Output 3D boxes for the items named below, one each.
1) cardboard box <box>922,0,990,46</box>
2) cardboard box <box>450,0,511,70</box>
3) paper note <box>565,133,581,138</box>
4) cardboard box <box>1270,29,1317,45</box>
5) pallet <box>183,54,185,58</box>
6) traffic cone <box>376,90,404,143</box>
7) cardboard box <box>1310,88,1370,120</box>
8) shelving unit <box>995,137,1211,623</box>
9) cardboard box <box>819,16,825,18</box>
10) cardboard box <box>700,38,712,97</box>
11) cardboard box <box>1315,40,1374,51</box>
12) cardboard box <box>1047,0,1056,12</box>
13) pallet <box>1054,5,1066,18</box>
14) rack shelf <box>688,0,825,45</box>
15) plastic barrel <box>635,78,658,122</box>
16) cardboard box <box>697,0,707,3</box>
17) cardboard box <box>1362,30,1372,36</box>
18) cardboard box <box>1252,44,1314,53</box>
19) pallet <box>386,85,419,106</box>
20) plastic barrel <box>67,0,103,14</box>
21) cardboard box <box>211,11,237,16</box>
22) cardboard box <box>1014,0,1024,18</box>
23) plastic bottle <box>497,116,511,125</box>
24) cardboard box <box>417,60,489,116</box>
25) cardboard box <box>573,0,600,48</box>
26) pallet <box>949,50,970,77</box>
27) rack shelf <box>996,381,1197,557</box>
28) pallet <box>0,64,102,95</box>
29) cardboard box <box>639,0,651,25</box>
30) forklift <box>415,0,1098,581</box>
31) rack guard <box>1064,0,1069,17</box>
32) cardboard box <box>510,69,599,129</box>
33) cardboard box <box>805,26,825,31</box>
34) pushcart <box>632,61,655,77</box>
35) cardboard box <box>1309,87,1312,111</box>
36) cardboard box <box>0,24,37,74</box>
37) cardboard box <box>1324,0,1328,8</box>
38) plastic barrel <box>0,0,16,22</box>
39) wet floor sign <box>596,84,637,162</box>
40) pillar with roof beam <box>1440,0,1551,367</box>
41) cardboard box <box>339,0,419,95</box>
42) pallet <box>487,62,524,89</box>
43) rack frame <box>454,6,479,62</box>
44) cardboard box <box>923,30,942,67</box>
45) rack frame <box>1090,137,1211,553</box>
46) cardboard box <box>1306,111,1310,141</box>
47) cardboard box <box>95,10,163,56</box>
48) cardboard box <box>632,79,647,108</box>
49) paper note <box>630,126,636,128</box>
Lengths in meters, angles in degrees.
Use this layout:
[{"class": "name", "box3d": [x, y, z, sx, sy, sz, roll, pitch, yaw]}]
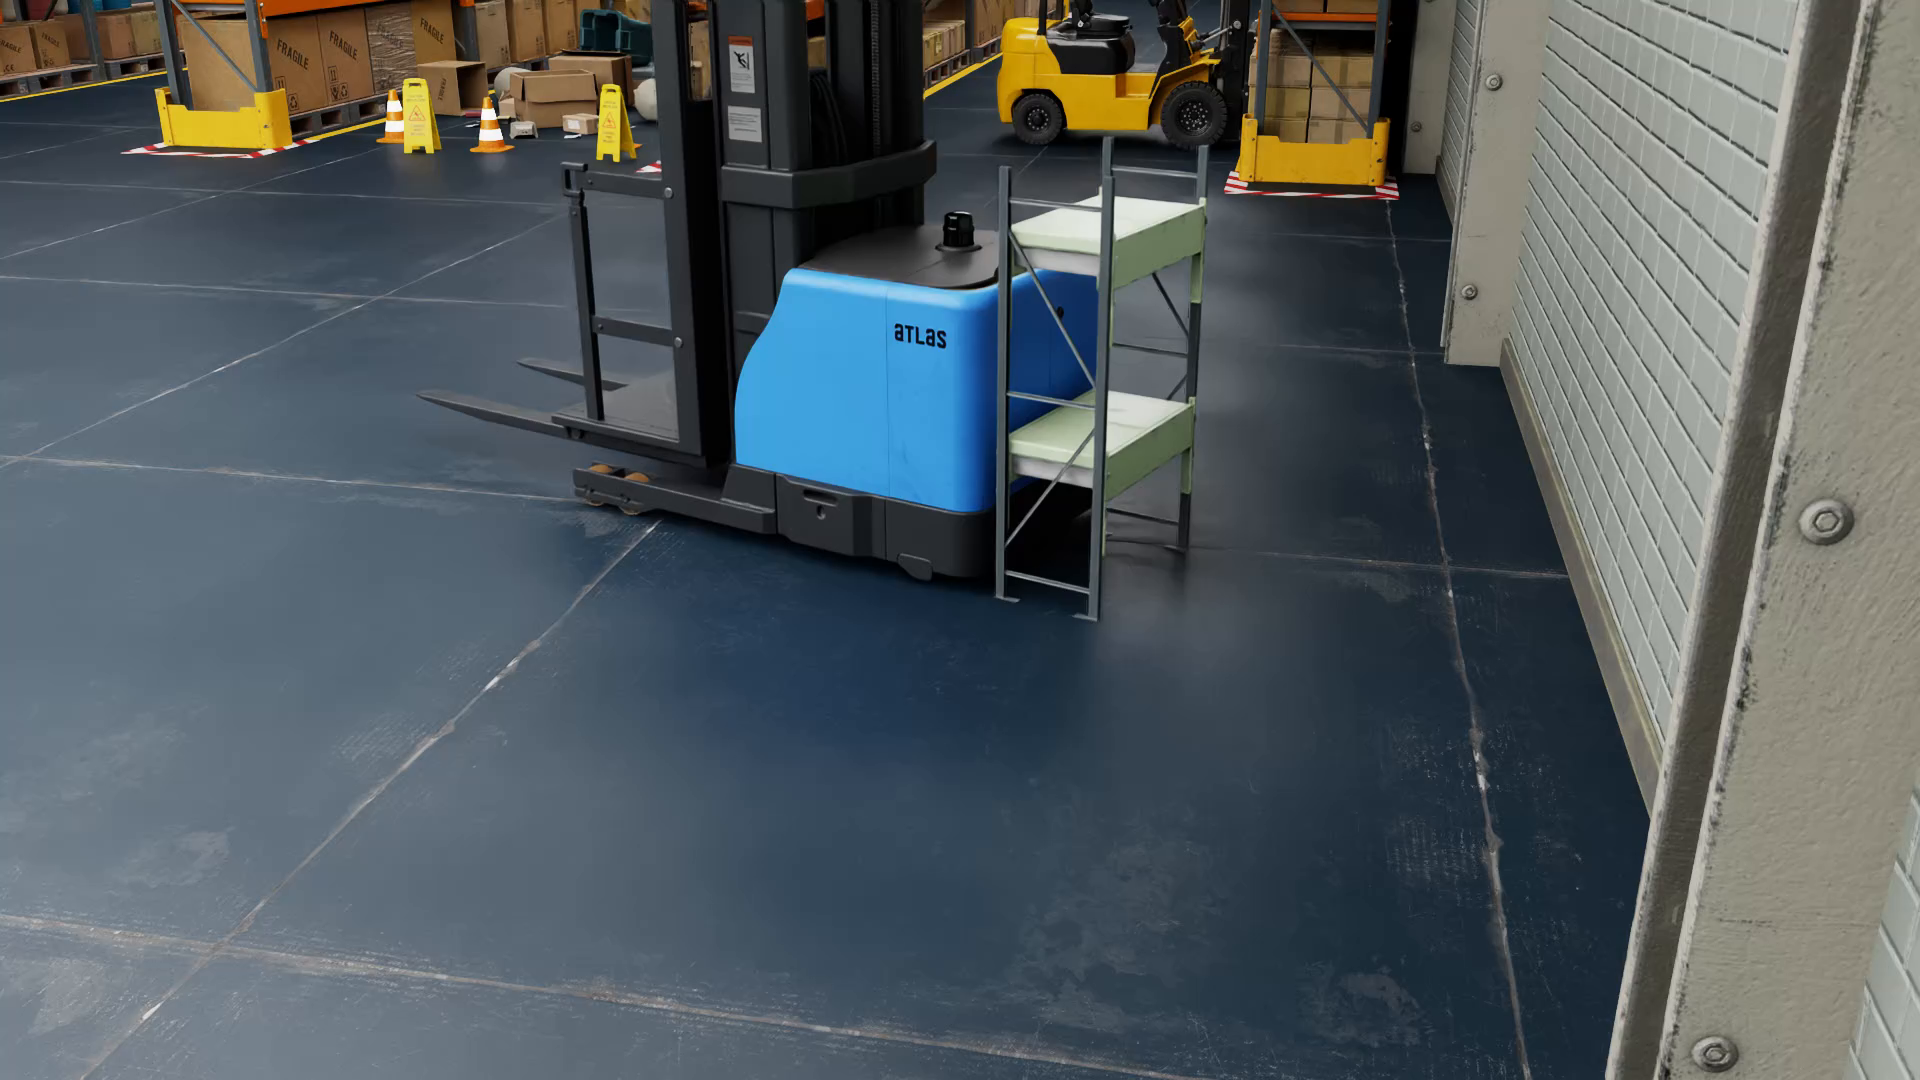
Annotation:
[{"class": "cardboard box", "box3d": [-0.099, -7.134, 22.334, 0.875, 0.875, 0.875, 4, 22, 10]}, {"class": "cardboard box", "box3d": [-5.965, -5.941, 19.539, 1.050, 0.750, 0.750, 4, 22, 11]}, {"class": "paper note", "box3d": [-3.710, -3.873, 15.929, 0.148, 0.019, 0.142, -3, 22, -8]}, {"class": "cardboard box", "box3d": [3.112, -4.700, 15.787, 0.500, 0.250, 0.500, 5, 23, 13]}, {"class": "pallet", "box3d": [-10.184, -6.855, 23.091, 1.003, 0.211, 1.213, 4, 22, 11]}, {"class": "traffic cone", "box3d": [-5.322, -4.002, 15.672, 0.336, 0.463, 0.334, 4, 22, 11]}, {"class": "cardboard box", "box3d": [3.205, -3.683, 13.932, 0.500, 0.250, 0.500, 5, 22, 12]}, {"class": "shelving unit", "box3d": [0.491, -0.573, 5.768, 0.431, 1.500, 0.755, 13, 25, 29]}, {"class": "cardboard box", "box3d": [-1.522, -5.288, 17.582, 0.500, 0.500, 0.500, 6, 23, 13]}, {"class": "cardboard box", "box3d": [-2.046, -4.333, 15.211, 0.500, 0.500, 0.500, 5, 22, 11]}, {"class": "cardboard box", "box3d": [3.401, -4.285, 14.758, 0.500, 0.250, 0.500, 4, 22, 11]}, {"class": "cardboard box", "box3d": [1.096, -9.026, 27.618, 0.875, 0.438, 0.875, 5, 22, 12]}, {"class": "pallet", "box3d": [1.224, -9.012, 28.448, 1.003, 0.211, 1.213, 4, 22, 11]}, {"class": "rack shelf", "box3d": [-1.546, -5.150, 16.090, 1.077, 0.370, 4.000, 4, 22, 11]}, {"class": "plastic barrel", "box3d": [-3.014, -4.428, 16.783, 0.421, 0.421, 0.512, -16, 27, -35]}, {"class": "cardboard box", "box3d": [-2.087, -4.789, 14.566, 0.380, 0.149, 0.250, 5, 23, 13]}, {"class": "cardboard box", "box3d": [3.723, -4.840, 16.137, 0.500, 0.250, 0.500, 4, 22, 10]}, {"class": "cardboard box", "box3d": [2.793, -4.138, 14.393, 0.500, 0.250, 0.500, 5, 22, 12]}, {"class": "pallet", "box3d": [-6.236, -4.990, 18.462, 1.003, 0.211, 1.213, 4, 22, 11]}, {"class": "plastic barrel", "box3d": [-14.328, -9.039, 27.029, 0.600, 0.901, 0.708, 4, 22, 11]}, {"class": "cardboard box", "box3d": [-10.241, -7.028, 22.546, 0.700, 0.500, 0.500, 3, 22, 6]}, {"class": "cardboard box", "box3d": [0.447, -8.118, 24.776, 0.875, 0.875, 0.875, 5, 23, 13]}, {"class": "plastic bottle", "box3d": [-4.624, -4.259, 16.846, 0.133, 0.061, 0.283, -3, 22, -8]}, {"class": "cardboard box", "box3d": [-5.316, -4.752, 17.479, 0.500, 0.500, 0.500, 8, 23, 20]}, {"class": "cardboard box", "box3d": [-5.400, -6.954, 22.055, 1.050, 0.750, 0.750, 4, 22, 10]}, {"class": "pallet", "box3d": [-0.482, -6.099, 21.215, 1.003, 0.211, 1.213, 4, 22, 11]}, {"class": "rack shelf", "box3d": [0.491, -0.270, 5.889, 0.431, 0.370, 0.720, 13, 25, 29]}, {"class": "pallet", "box3d": [-10.942, -5.429, 19.551, 1.003, 0.211, 1.213, 4, 22, 11]}, {"class": "cardboard box", "box3d": [-4.695, -7.477, 23.689, 0.500, 0.500, 0.500, 5, 22, 12]}, {"class": "forklift", "box3d": [-0.954, -1.609, 6.426, 3.031, 2.935, 1.130, 13, 25, 29]}, {"class": "rack guard", "box3d": [1.316, -9.453, 29.157, 1.175, 0.500, 0.348, 4, 22, 11]}, {"class": "cardboard box", "box3d": [-4.074, -4.430, 16.680, 0.797, 0.503, 0.637, -11, 25, -26]}, {"class": "cardboard box", "box3d": [-1.301, -4.677, 16.066, 0.500, 0.500, 0.500, 5, 22, 12]}, {"class": "pushcart", "box3d": [-3.380, -5.155, 18.647, 1.648, 0.377, 0.936, -3, 22, -8]}, {"class": "cardboard box", "box3d": [2.812, -3.911, 14.499, 0.500, 0.250, 0.500, 4, 22, 10]}, {"class": "cardboard box", "box3d": [-11.069, -5.653, 19.158, 0.500, 0.500, 0.500, 12, 25, 28]}, {"class": "cardboard box", "box3d": [3.364, -4.774, 14.059, 0.500, 0.500, 0.500, 5, 23, 13]}, {"class": "plastic barrel", "box3d": [-14.761, -8.246, 25.580, 0.421, 0.512, 0.421, 0, 22, 0]}, {"class": "wet floor sign", "box3d": [-3.040, -3.673, 14.609, 0.267, 0.644, 0.232, 13, 25, 29]}, {"class": "pillar with roof beam", "box3d": [-1.508, -5.478, 7.910, 9.100, 9.000, 0.400, 4, 22, 11]}, {"class": "cardboard box", "box3d": [-6.381, -5.210, 17.558, 0.875, 0.875, 0.875, 5, 22, 11]}, {"class": "pallet", "box3d": [-5.920, -5.550, 19.852, 1.003, 0.211, 1.213, 4, 22, 11]}, {"class": "rack frame", "box3d": [-6.004, -6.556, 18.617, 1.000, 3.000, 0.127, 4, 22, 11]}, {"class": "cardboard box", "box3d": [-0.749, -5.901, 19.946, 0.950, 0.372, 0.625, 5, 23, 13]}, {"class": "rack frame", "box3d": [0.681, -0.689, 6.058, 0.400, 1.500, 0.023, 13, 25, 29]}, {"class": "cardboard box", "box3d": [2.804, -3.672, 14.574, 0.500, 0.250, 0.500, 4, 22, 11]}, {"class": "cardboard box", "box3d": [-10.577, -6.411, 21.015, 0.700, 0.500, 0.500, 4, 22, 11]}, {"class": "cardboard box", "box3d": [-3.405, -4.813, 17.949, 0.258, 0.266, 0.396, -11, 25, -26]}, {"class": "paper note", "box3d": [-3.252, -4.116, 16.559, 0.032, 0.001, 0.123, 4, 22, 11]}]
